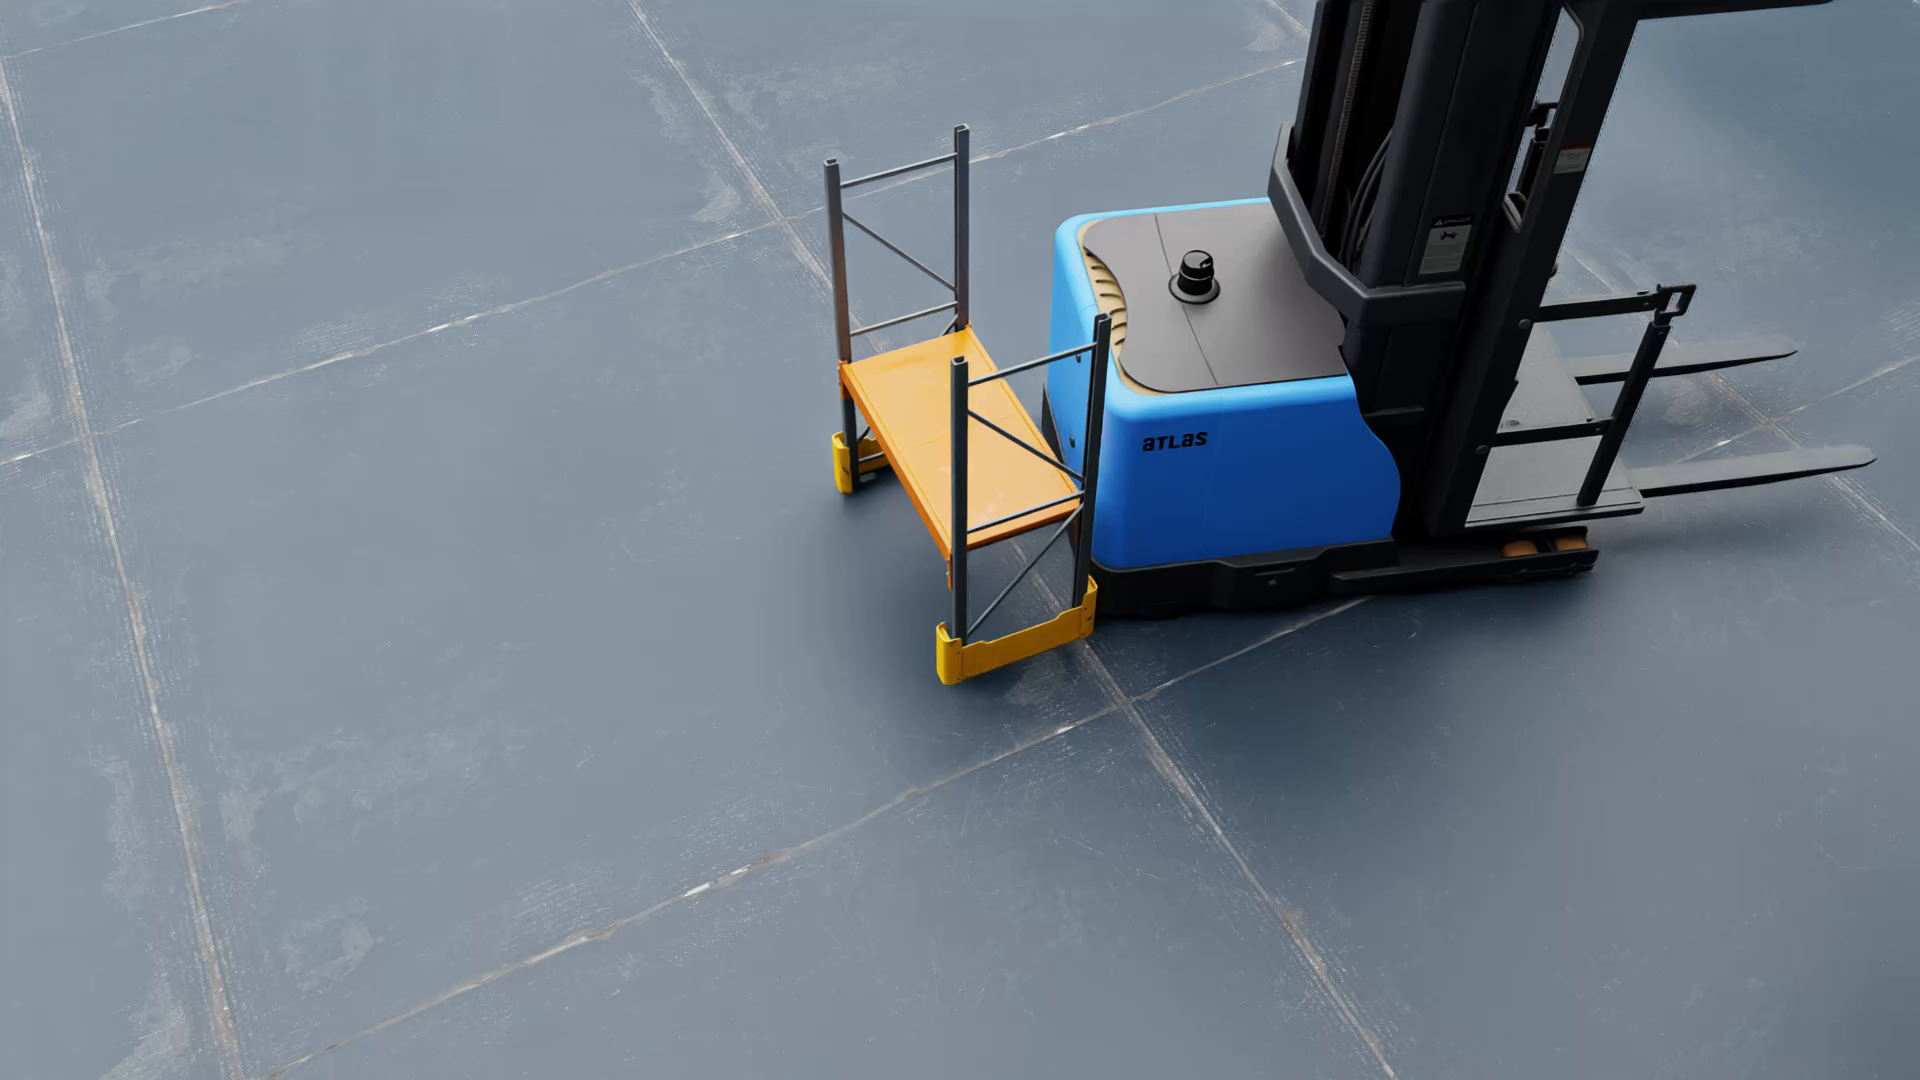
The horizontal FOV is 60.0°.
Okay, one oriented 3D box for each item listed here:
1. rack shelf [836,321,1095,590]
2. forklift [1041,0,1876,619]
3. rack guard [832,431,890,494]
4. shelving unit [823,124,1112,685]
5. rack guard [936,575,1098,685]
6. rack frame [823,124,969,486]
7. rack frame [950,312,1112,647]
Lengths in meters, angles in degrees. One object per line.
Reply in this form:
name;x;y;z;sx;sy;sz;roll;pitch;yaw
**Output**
rack shelf;0.002;-0.317;5.770;0.538;0.185;1.000;-18;51;-15
forklift;1.880;-1.198;5.350;3.031;2.935;1.130;-6;49;-6
rack guard;-0.203;-0.373;6.410;0.587;0.250;0.087;-18;51;-15
shelving unit;-0.002;-0.441;5.640;0.587;1.500;1.083;-18;51;-15
rack guard;0.199;0.313;5.810;0.587;0.250;0.087;-18;51;-15
rack frame;-0.203;-0.785;5.940;0.500;1.500;0.032;-18;51;-15
rack frame;0.207;-0.085;5.328;0.500;1.500;0.032;-18;51;-15
